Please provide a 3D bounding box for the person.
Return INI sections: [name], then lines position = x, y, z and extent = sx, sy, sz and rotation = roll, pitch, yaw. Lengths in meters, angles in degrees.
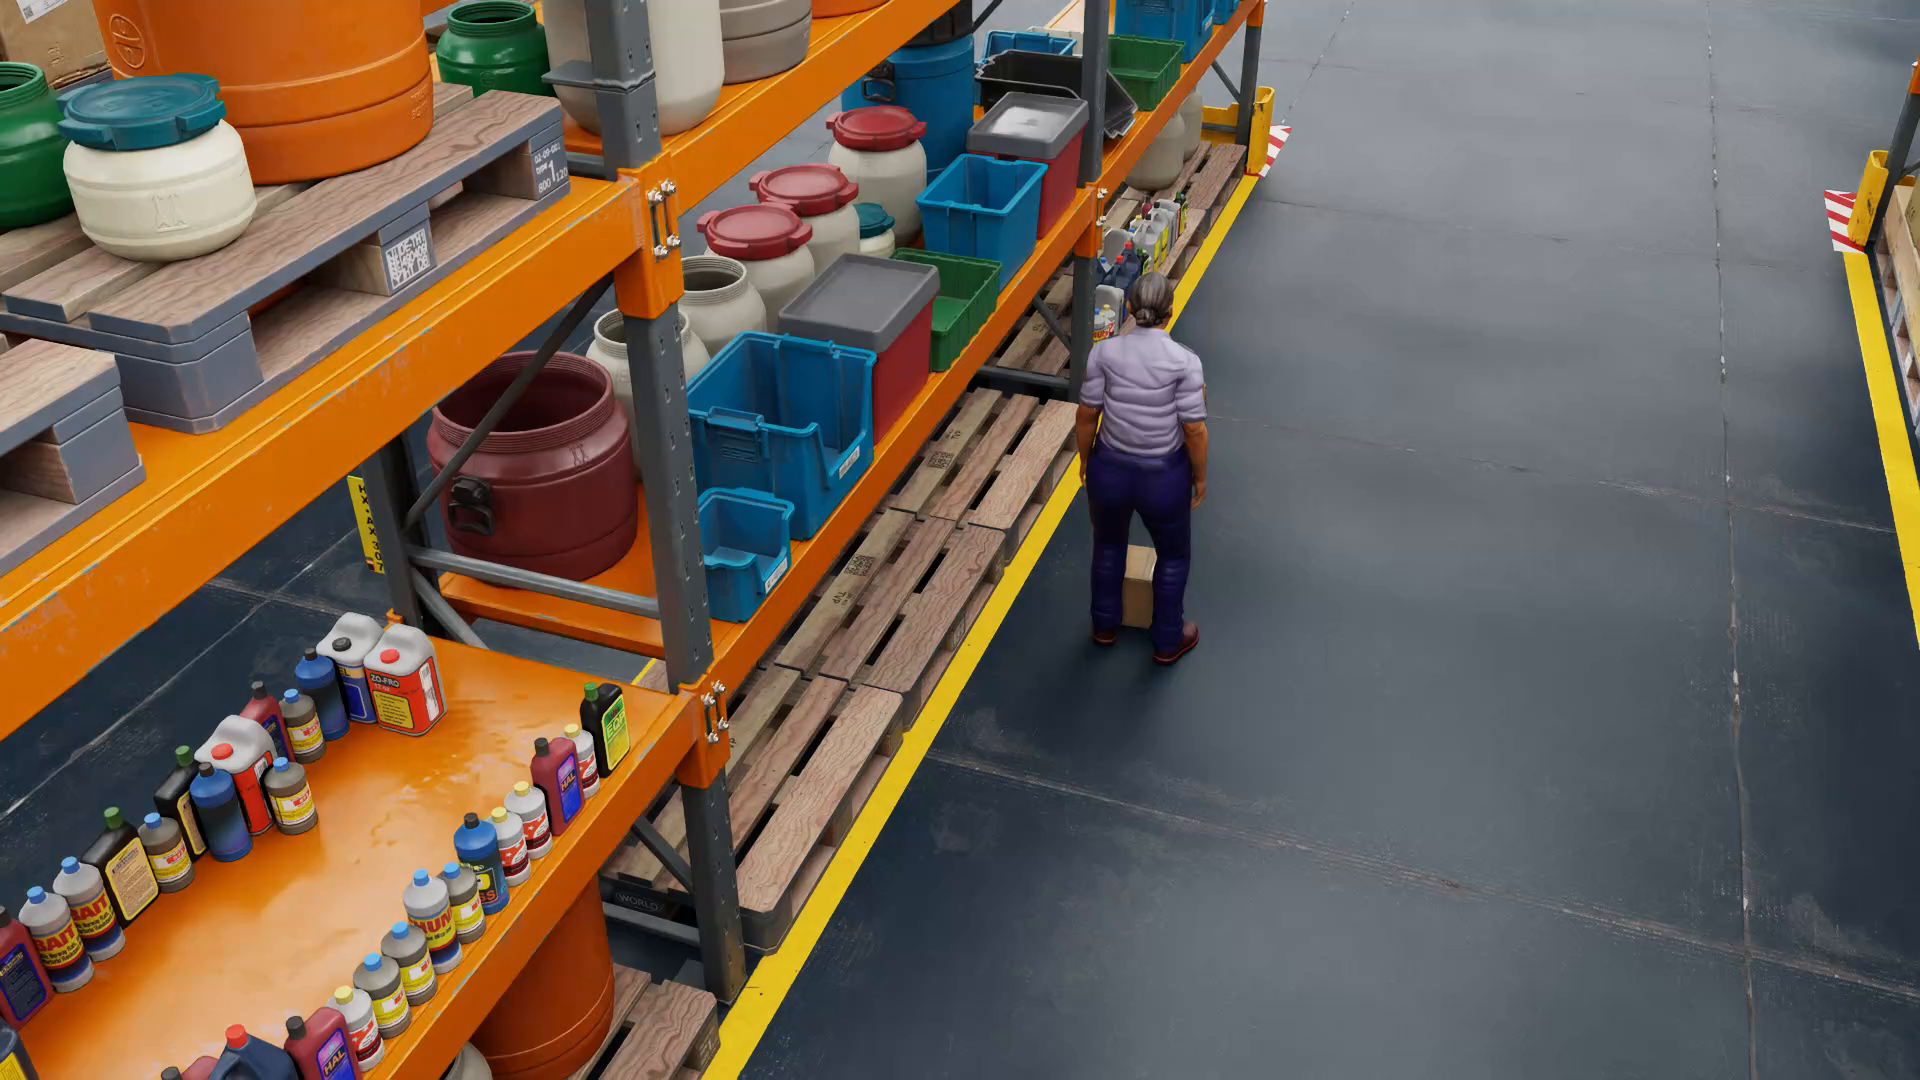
[person]
position = 0.722, -0.266, 6.551
extent = 0.537, 1.651, 0.419
rotation = 11, 35, 16
